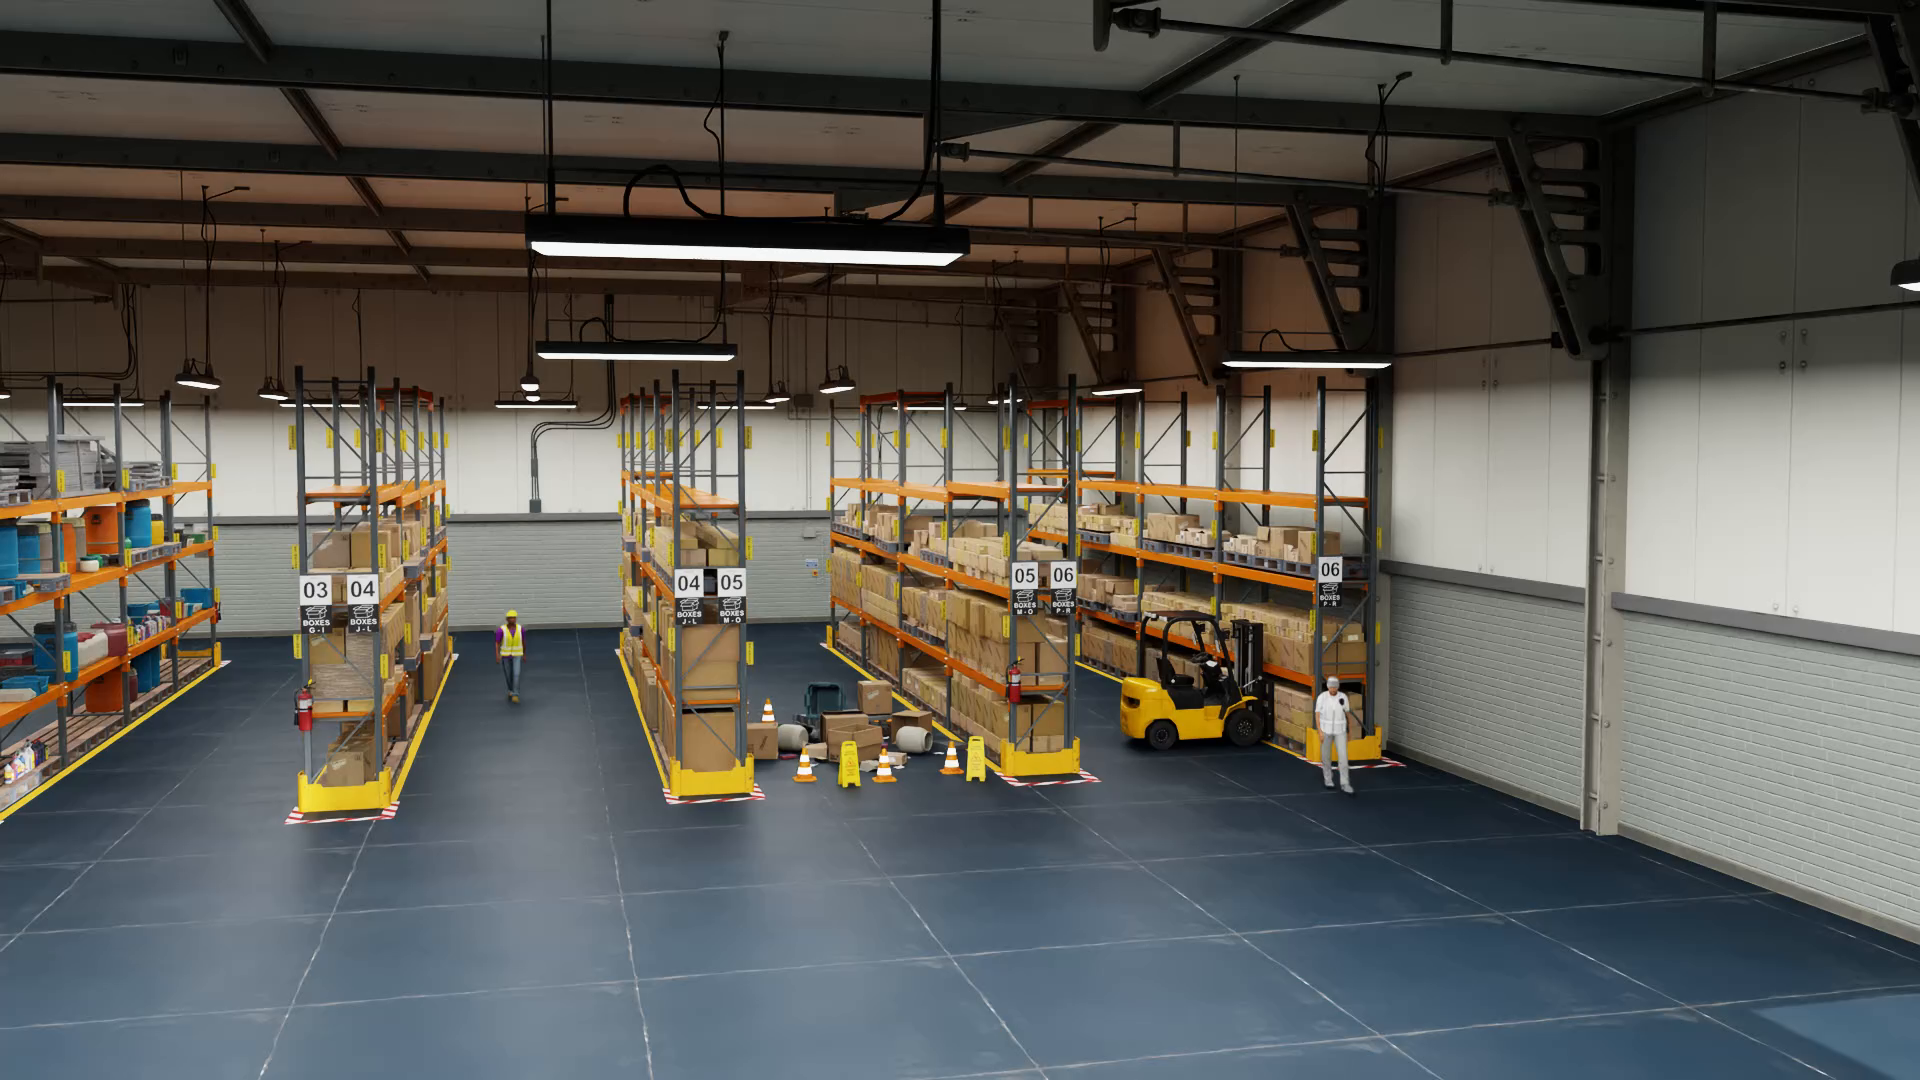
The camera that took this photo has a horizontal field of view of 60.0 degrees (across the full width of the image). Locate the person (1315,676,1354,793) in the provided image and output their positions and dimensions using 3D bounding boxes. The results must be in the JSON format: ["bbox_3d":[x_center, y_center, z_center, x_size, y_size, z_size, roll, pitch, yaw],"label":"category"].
[{"bbox_3d":[5.345,2.753,23.709,0.552,1.620,0.927,1,3,13],"label":"person"}]

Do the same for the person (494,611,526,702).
[{"bbox_3d":[-8.642,2.217,31.892,0.546,1.714,1.022,-1,3,-9],"label":"person"}]
